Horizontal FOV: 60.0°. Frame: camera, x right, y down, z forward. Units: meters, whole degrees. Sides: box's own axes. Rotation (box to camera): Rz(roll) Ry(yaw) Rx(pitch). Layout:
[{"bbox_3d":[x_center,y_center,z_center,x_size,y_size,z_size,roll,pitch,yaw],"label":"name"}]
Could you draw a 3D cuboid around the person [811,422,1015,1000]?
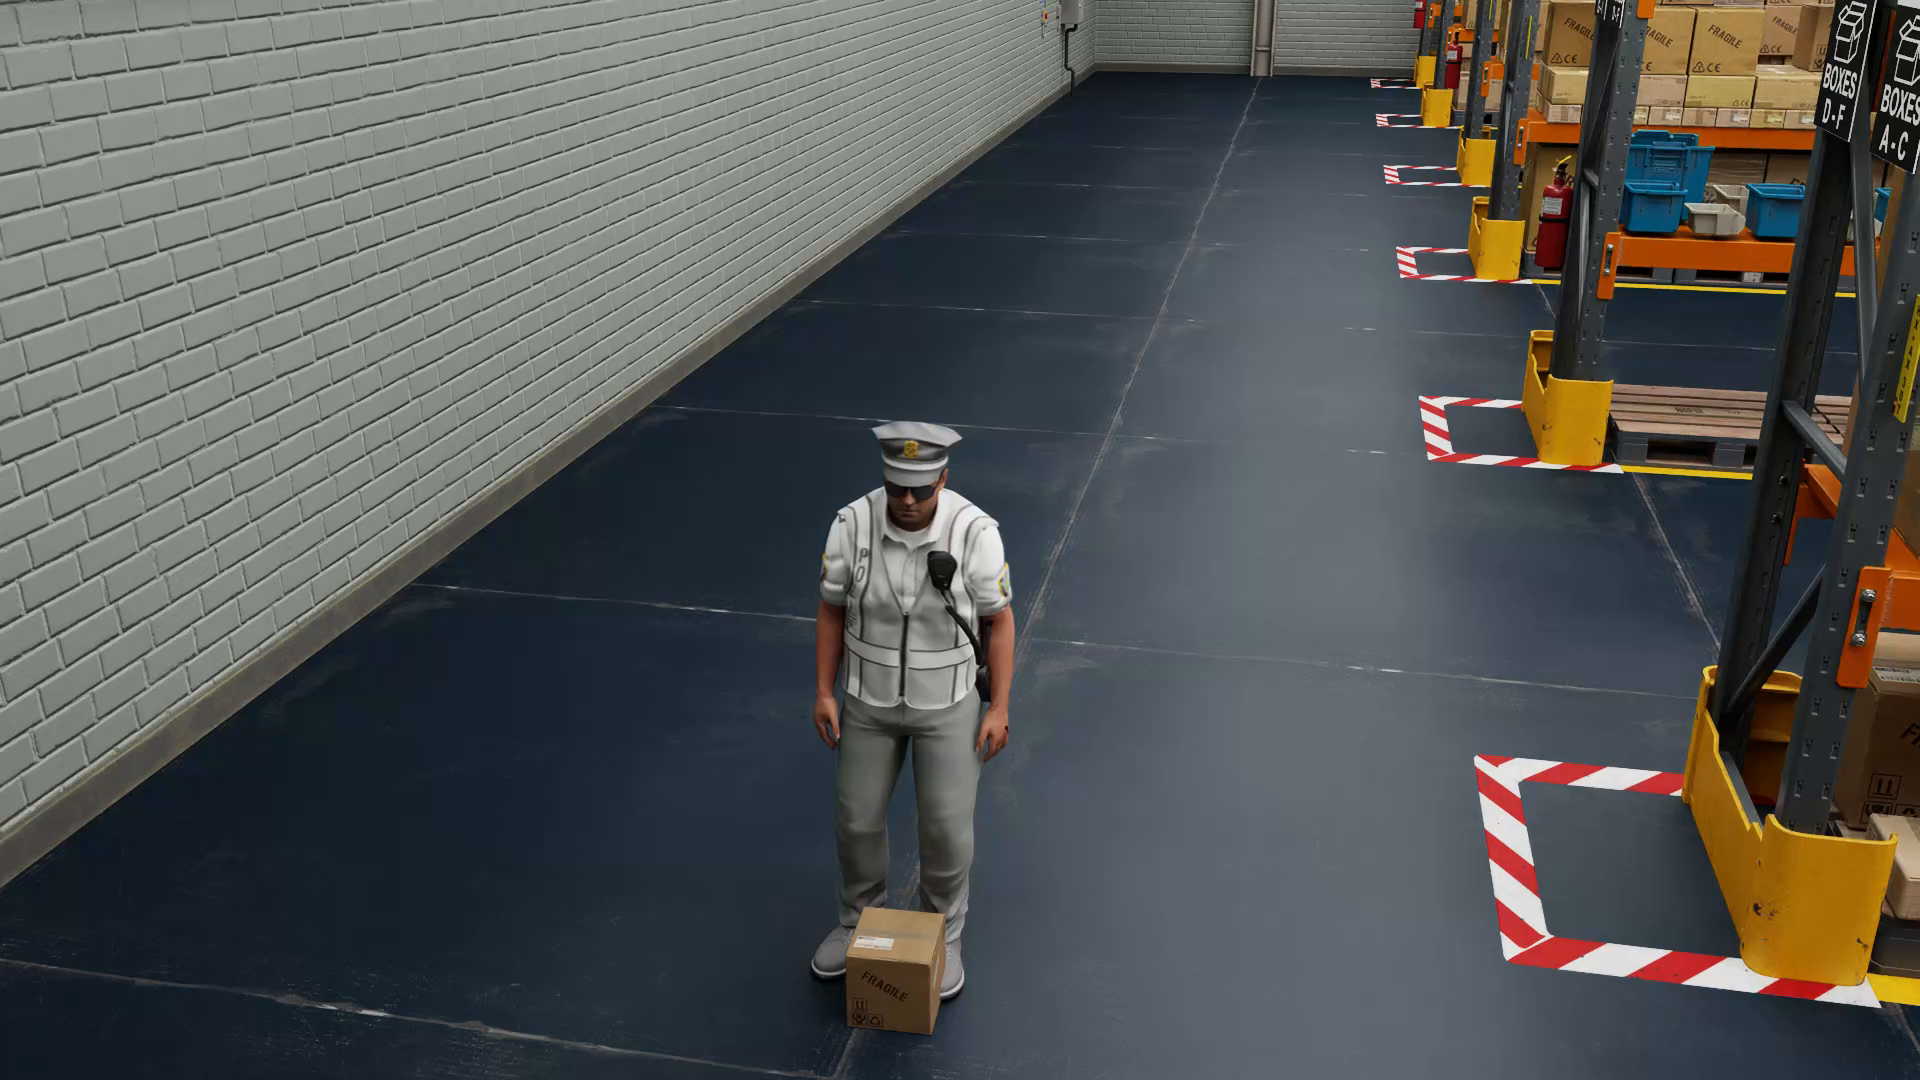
[{"bbox_3d":[-0.144,0.476,4.863,0.595,1.746,0.480,3,22,8],"label":"person"}]
